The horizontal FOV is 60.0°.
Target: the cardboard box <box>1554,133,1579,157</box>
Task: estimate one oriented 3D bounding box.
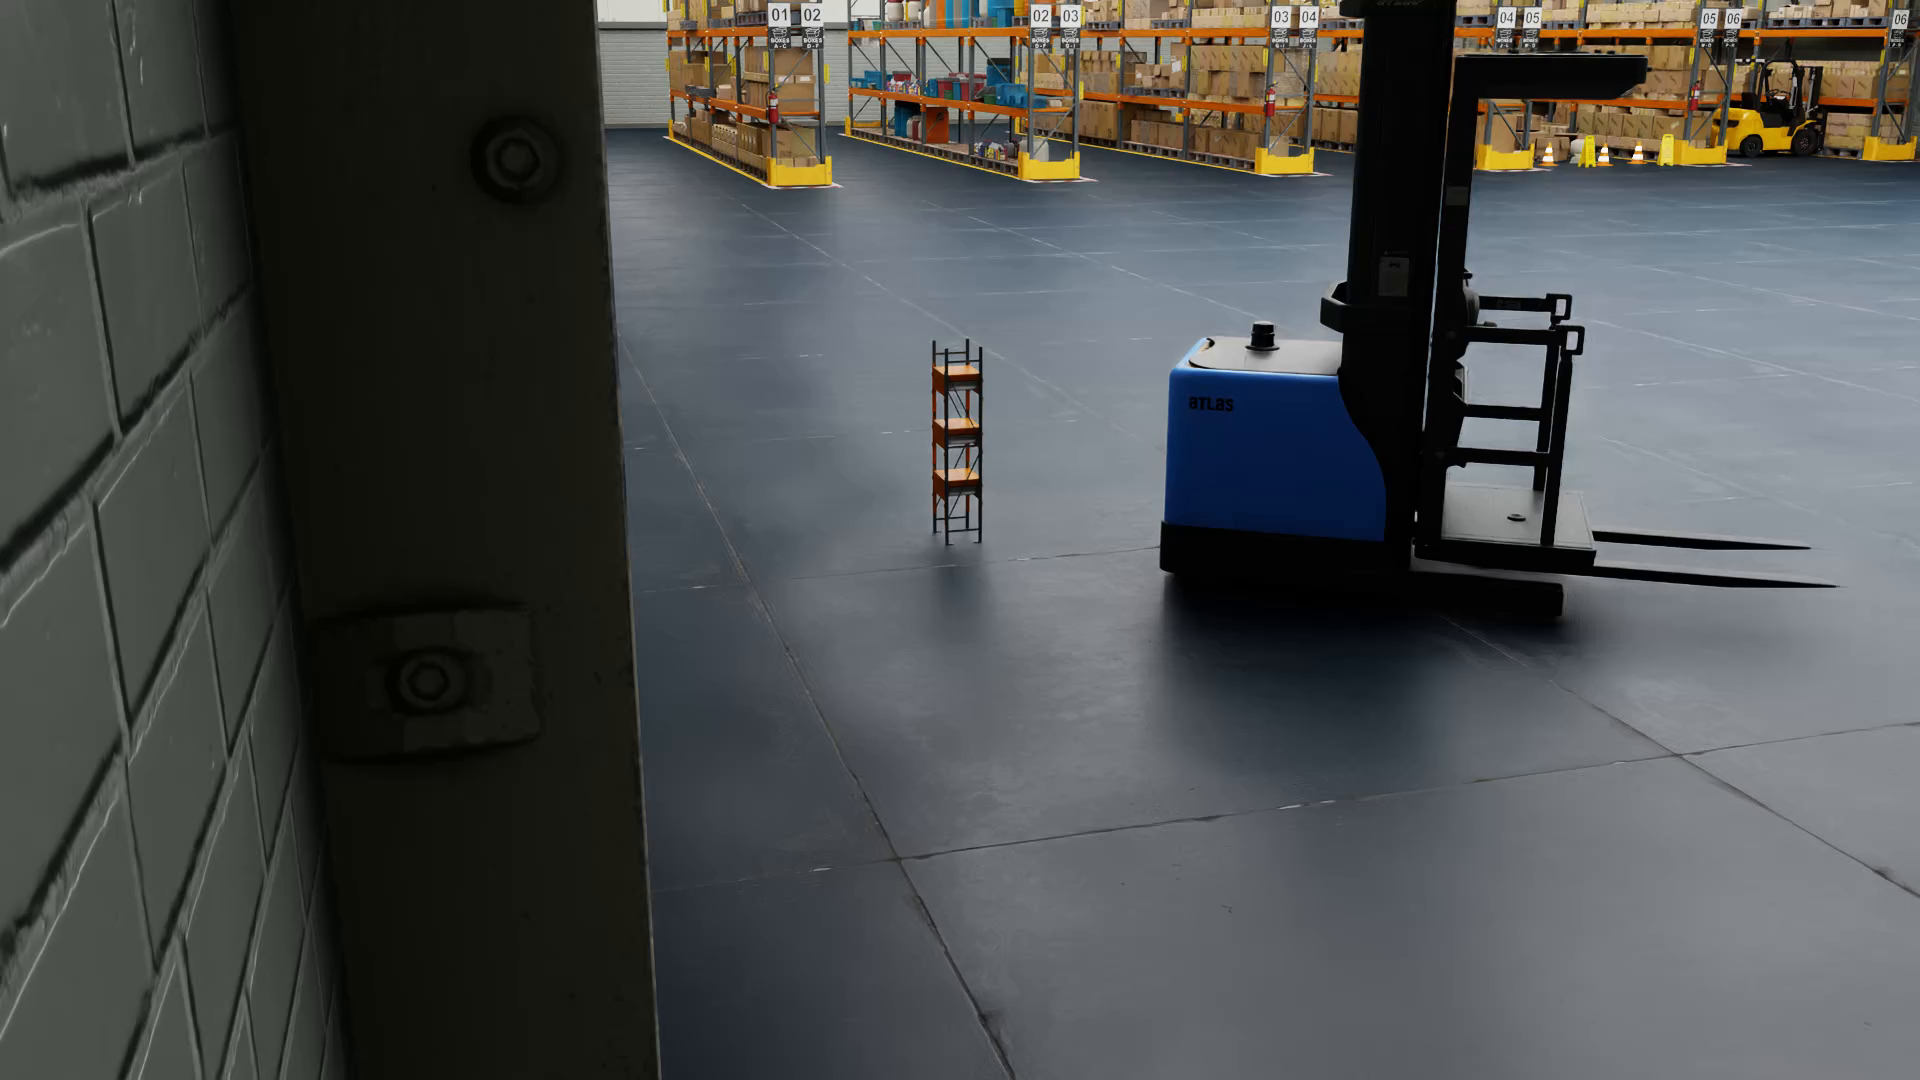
[{"bbox_3d":[13.961,-9.110,38.340,0.500,0.500,0.500,7,18,23],"label":"cardboard box"}]

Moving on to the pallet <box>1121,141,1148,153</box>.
[{"bbox_3d":[4.561,-9.482,40.082,1.003,0.211,1.213,-5,17,-15],"label":"pallet"}]

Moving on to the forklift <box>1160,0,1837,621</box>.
[{"bbox_3d":[2.560,-1.200,7.785,3.031,2.935,1.130,5,17,16],"label":"forklift"}]

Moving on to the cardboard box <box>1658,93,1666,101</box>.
[{"bbox_3d":[15.540,-9.704,36.413,0.380,0.149,0.250,-5,17,-16],"label":"cardboard box"}]

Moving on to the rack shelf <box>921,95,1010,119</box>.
[{"bbox_3d":[0.135,-9.744,37.359,1.077,0.370,4.000,-5,17,-15],"label":"rack shelf"}]

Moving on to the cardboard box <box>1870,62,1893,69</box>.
[{"bbox_3d":[20.545,-10.581,37.076,0.380,0.149,0.250,-5,17,-15],"label":"cardboard box"}]

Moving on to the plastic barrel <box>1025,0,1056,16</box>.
[{"bbox_3d":[1.528,-10.397,31.591,0.600,0.830,0.708,-5,17,-15],"label":"plastic barrel"}]

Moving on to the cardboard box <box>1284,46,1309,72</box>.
[{"bbox_3d":[6.657,-9.663,33.411,0.500,0.500,0.500,-5,17,-15],"label":"cardboard box"}]

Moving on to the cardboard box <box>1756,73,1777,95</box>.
[{"bbox_3d":[19.618,-11.008,40.144,0.500,0.500,0.500,-5,17,-17],"label":"cardboard box"}]

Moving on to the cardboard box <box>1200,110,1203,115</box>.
[{"bbox_3d":[7.115,-12.273,47.720,0.380,0.149,0.250,-4,17,-13],"label":"cardboard box"}]

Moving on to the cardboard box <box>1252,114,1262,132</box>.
[{"bbox_3d":[8.140,-11.136,44.359,0.500,0.500,0.500,-4,17,-13],"label":"cardboard box"}]

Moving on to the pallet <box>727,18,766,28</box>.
[{"bbox_3d":[-4.334,-10.733,34.519,0.805,0.209,1.217,-5,18,-17],"label":"pallet"}]

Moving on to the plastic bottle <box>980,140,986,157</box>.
[{"bbox_3d":[0.507,-8.221,34.879,0.144,0.351,0.185,-4,17,-14],"label":"plastic bottle"}]

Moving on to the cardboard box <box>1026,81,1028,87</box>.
[{"bbox_3d":[2.072,-12.860,46.919,0.380,0.149,0.250,-5,17,-17],"label":"cardboard box"}]

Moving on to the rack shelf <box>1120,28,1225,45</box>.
[{"bbox_3d":[4.897,-11.572,38.231,1.077,0.370,4.000,-5,17,-15],"label":"rack shelf"}]

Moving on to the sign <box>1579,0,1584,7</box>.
[{"bbox_3d":[14.443,-12.538,38.614,0.100,0.325,0.005,-5,17,-15],"label":"sign"}]

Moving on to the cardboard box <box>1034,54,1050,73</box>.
[{"bbox_3d":[2.307,-13.241,46.190,0.500,0.500,0.500,-5,17,-17],"label":"cardboard box"}]

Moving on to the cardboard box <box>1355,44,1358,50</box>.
[{"bbox_3d":[11.823,-14.459,48.767,0.380,0.149,0.250,-5,17,-15],"label":"cardboard box"}]

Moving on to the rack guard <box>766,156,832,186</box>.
[{"bbox_3d":[-2.973,-6.835,30.768,1.175,0.500,0.348,-5,17,-15],"label":"rack guard"}]

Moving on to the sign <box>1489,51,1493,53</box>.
[{"bbox_3d":[10.817,-9.814,33.916,0.100,0.325,0.005,-5,17,-15],"label":"sign"}]

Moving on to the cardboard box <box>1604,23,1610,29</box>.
[{"bbox_3d":[15.018,-11.784,38.124,0.380,0.149,0.250,-5,17,-15],"label":"cardboard box"}]

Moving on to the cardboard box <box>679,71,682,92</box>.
[{"bbox_3d":[-6.948,-11.808,42.806,0.500,0.500,0.500,-4,17,-14],"label":"cardboard box"}]

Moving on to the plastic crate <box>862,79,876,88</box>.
[{"bbox_3d":[-2.418,-12.262,44.677,0.416,0.233,0.300,-5,17,-15],"label":"plastic crate"}]

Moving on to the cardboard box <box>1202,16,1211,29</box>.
[{"bbox_3d":[5.474,-11.001,35.340,0.500,0.250,0.500,-5,17,-16],"label":"cardboard box"}]

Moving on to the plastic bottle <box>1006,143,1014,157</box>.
[{"bbox_3d":[1.056,-8.214,34.987,0.152,0.276,0.135,-5,17,-15],"label":"plastic bottle"}]

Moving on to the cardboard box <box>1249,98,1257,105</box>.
[{"bbox_3d":[6.083,-8.897,33.726,0.380,0.149,0.250,-5,17,-15],"label":"cardboard box"}]

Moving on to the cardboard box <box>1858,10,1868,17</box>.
[{"bbox_3d":[20.326,-11.768,37.165,0.380,0.149,0.250,-5,17,-17],"label":"cardboard box"}]

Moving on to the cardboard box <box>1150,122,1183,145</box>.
[{"bbox_3d":[4.878,-9.554,39.058,0.700,0.500,0.500,-3,17,-11],"label":"cardboard box"}]

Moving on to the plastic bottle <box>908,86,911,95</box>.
[{"bbox_3d":[-1.201,-10.910,40.337,0.097,0.201,0.097,0,17,0],"label":"plastic bottle"}]

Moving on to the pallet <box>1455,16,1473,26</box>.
[{"bbox_3d":[10.790,-11.121,35.634,1.003,0.211,1.213,-5,17,-15],"label":"pallet"}]

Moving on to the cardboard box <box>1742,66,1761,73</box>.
[{"bbox_3d":[19.439,-11.539,40.784,0.380,0.149,0.250,-4,17,-13],"label":"cardboard box"}]

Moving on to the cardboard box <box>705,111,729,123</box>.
[{"bbox_3d":[-5.681,-9.879,38.836,0.500,0.250,0.500,-4,17,-13],"label":"cardboard box"}]

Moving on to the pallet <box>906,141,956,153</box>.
[{"bbox_3d":[-0.672,-9.521,40.214,1.003,0.211,1.213,-5,17,-15],"label":"pallet"}]

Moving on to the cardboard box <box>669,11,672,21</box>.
[{"bbox_3d":[-7.356,-13.767,43.678,0.500,0.250,0.500,-5,17,-15],"label":"cardboard box"}]

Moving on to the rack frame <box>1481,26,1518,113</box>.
[{"bbox_3d":[13.876,-11.817,43.009,1.000,3.000,0.127,-5,17,-15],"label":"rack frame"}]

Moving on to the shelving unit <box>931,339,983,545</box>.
[{"bbox_3d":[-0.015,-0.518,8.782,0.215,1.050,0.252,-5,17,-15],"label":"shelving unit"}]

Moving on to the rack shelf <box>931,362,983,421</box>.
[{"bbox_3d":[-0.015,-0.779,8.704,0.215,0.259,0.240,-5,17,-15],"label":"rack shelf"}]

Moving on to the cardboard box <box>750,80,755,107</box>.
[{"bbox_3d":[-3.800,-8.925,33.208,0.700,0.500,0.500,-5,17,-16],"label":"cardboard box"}]

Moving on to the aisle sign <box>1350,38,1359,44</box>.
[{"bbox_3d":[11.956,-15.319,50.150,0.394,0.787,0.004,-5,17,-15],"label":"aisle sign"}]

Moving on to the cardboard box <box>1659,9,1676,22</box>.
[{"bbox_3d":[15.551,-11.372,36.057,0.500,0.250,0.500,-5,17,-16],"label":"cardboard box"}]

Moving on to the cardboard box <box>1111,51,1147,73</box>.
[{"bbox_3d":[4.162,-11.765,40.920,0.797,0.503,0.637,-4,17,-13],"label":"cardboard box"}]

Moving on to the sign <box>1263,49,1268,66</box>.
[{"bbox_3d":[6.007,-9.488,32.695,0.100,0.325,0.005,-5,17,-15],"label":"sign"}]

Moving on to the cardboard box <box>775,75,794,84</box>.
[{"bbox_3d":[-3.268,-8.487,30.624,0.380,0.149,0.250,-5,17,-16],"label":"cardboard box"}]

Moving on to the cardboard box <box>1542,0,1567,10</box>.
[{"bbox_3d":[14.392,-12.946,40.218,0.500,0.250,0.500,-4,17,-14],"label":"cardboard box"}]

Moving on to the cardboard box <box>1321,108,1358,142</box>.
[{"bbox_3d":[9.469,-10.104,40.488,1.050,0.750,0.750,-4,17,-14],"label":"cardboard box"}]

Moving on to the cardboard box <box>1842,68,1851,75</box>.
[{"bbox_3d":[20.313,-10.644,37.804,0.380,0.149,0.250,-5,17,-16],"label":"cardboard box"}]

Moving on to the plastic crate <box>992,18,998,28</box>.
[{"bbox_3d":[0.856,-10.412,33.488,0.336,0.188,0.450,-5,17,-15],"label":"plastic crate"}]

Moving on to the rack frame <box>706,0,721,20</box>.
[{"bbox_3d":[-5.178,-13.124,36.934,1.000,3.000,0.127,-5,17,-15],"label":"rack frame"}]

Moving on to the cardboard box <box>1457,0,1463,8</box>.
[{"bbox_3d":[10.666,-11.332,35.020,0.500,0.250,0.500,-5,17,-16],"label":"cardboard box"}]

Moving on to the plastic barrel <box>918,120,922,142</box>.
[{"bbox_3d":[-0.807,-9.934,40.337,0.421,0.512,0.421,0,17,0],"label":"plastic barrel"}]

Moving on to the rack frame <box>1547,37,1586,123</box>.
[{"bbox_3d":[17.548,-13.317,48.003,1.000,3.000,0.127,-5,17,-15],"label":"rack frame"}]

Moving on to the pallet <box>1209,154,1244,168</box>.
[{"bbox_3d":[6.004,-8.070,35.384,1.003,0.211,1.213,-5,17,-15],"label":"pallet"}]

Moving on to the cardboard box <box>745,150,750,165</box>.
[{"bbox_3d":[-3.978,-7.599,33.019,0.500,0.250,0.500,-5,17,-15],"label":"cardboard box"}]

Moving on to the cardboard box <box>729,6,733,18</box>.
[{"bbox_3d":[-4.692,-11.393,35.916,0.500,0.250,0.500,-5,17,-16],"label":"cardboard box"}]
